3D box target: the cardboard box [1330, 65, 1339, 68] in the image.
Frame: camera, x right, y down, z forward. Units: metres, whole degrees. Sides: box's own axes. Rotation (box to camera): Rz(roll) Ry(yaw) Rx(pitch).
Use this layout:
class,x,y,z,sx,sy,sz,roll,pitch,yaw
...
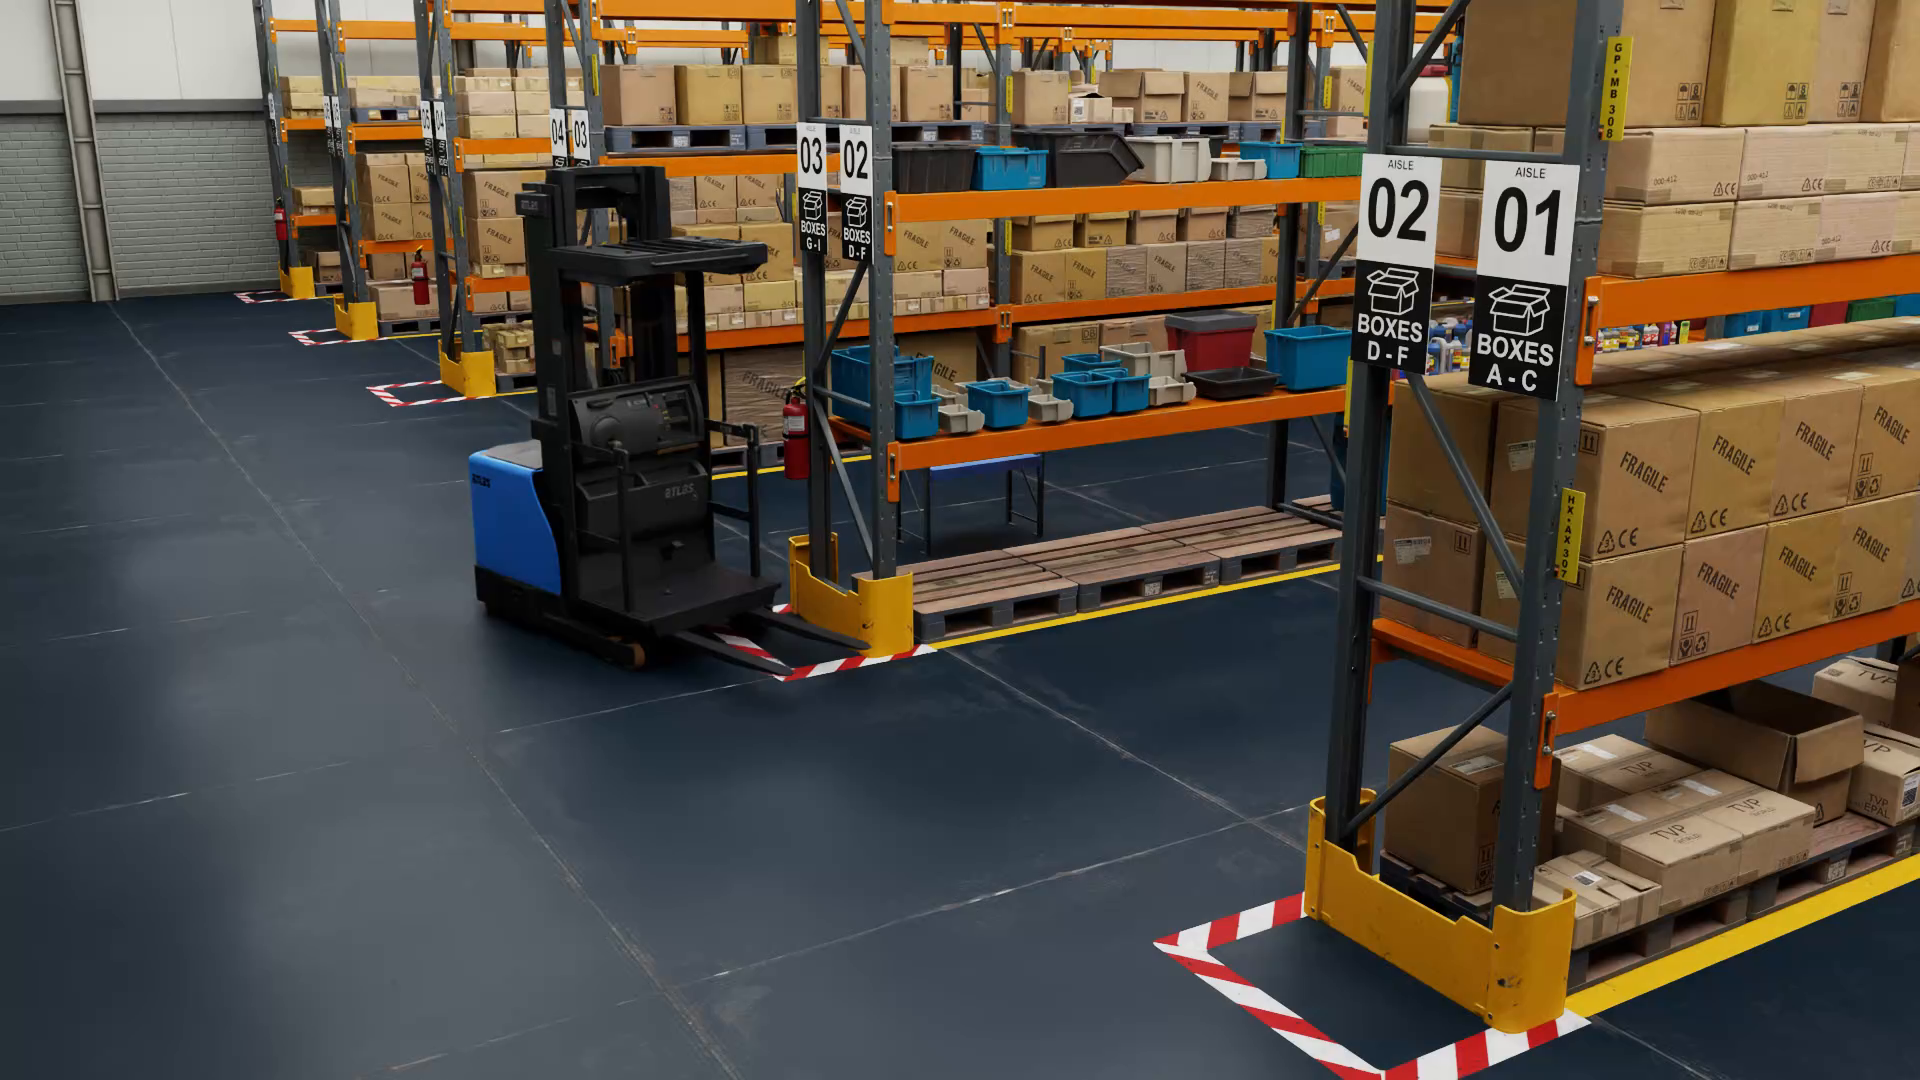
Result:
class,x,y,z,sx,sy,sz,roll,pitch,yaw
cardboard box,5.270,-6.812,24.120,0.250,0.149,0.380,-9,18,-30

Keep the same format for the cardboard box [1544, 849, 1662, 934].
class,x,y,z,sx,sy,sz,roll,pitch,yaw
cardboard box,2.595,1.415,6.739,0.250,0.166,0.380,-9,18,-30

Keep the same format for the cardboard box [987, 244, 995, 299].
class,x,y,z,sx,sy,sz,roll,pitch,yaw
cardboard box,0.435,-2.749,16.974,0.500,0.500,0.500,-9,18,-30

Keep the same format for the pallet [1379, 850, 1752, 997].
class,x,y,z,sx,sy,sz,roll,pitch,yaw
pallet,2.593,1.497,7.178,1.213,0.211,1.003,-9,18,-30

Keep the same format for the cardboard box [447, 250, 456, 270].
class,x,y,z,sx,sy,sz,roll,pitch,yaw
cardboard box,-8.701,-4.773,28.233,0.500,0.500,0.700,-10,19,-32

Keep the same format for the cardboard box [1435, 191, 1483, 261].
class,x,y,z,sx,sy,sz,roll,pitch,yaw
cardboard box,2.149,-1.229,6.456,0.500,0.250,0.500,-9,18,-30

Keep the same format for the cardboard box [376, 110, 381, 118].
class,x,y,z,sx,sy,sz,roll,pitch,yaw
cardboard box,-9.417,-6.943,27.029,0.250,0.149,0.380,-9,18,-30

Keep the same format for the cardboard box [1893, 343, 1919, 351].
class,x,y,z,sx,sy,sz,roll,pitch,yaw
cardboard box,4.536,-0.608,7.483,0.500,0.500,0.500,-10,18,-31

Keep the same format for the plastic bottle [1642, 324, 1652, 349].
class,x,y,z,sx,sy,sz,roll,pitch,yaw
plastic bottle,5.638,-1.675,13.695,0.097,0.201,0.097,0,16,0

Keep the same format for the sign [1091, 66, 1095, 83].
class,x,y,z,sx,sy,sz,roll,pitch,yaw
sign,2.218,-7.733,27.692,0.005,0.325,0.100,-9,18,-30

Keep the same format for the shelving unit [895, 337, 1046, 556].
class,x,y,z,sx,sy,sz,roll,pitch,yaw
shelving unit,0.073,-0.734,12.750,1.048,1.500,0.538,-9,18,-30

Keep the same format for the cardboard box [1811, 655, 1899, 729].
class,x,y,z,sx,sy,sz,roll,pitch,yaw
cardboard box,4.802,0.811,8.626,0.500,0.311,0.500,-9,18,-30

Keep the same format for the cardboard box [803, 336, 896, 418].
class,x,y,z,sx,sy,sz,roll,pitch,yaw
cardboard box,-1.204,-1.553,16.053,0.875,0.875,0.875,-9,18,-30

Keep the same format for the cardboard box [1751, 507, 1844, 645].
class,x,y,z,sx,sy,sz,roll,pitch,yaw
cardboard box,3.232,0.085,6.864,0.500,0.500,0.500,-9,18,-30

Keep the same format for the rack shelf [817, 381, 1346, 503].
class,x,y,z,sx,sy,sz,roll,pitch,yaw
rack shelf,1.011,-0.802,11.547,4.000,0.370,1.077,-9,18,-30

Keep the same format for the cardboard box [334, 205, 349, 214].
class,x,y,z,sx,sy,sz,roll,pitch,yaw
cardboard box,-10.092,-5.409,27.115,0.250,0.149,0.380,-9,18,-30

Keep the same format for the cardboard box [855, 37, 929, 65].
class,x,y,z,sx,sy,sz,roll,pitch,yaw
cardboard box,-0.635,-4.547,15.479,0.500,0.250,0.500,-11,19,-33

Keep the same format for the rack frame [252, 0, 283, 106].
class,x,y,z,sx,sy,sz,roll,pitch,yaw
rack frame,-10.917,-8.346,26.011,0.127,3.000,1.000,-9,18,-30

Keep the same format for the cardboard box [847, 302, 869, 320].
class,x,y,z,sx,sy,sz,roll,pitch,yaw
cardboard box,-1.019,-2.155,15.505,0.250,0.149,0.380,-10,18,-31

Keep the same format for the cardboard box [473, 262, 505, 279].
class,x,y,z,sx,sy,sz,roll,pitch,yaw
cardboard box,-5.275,-3.026,18.614,0.250,0.149,0.380,-9,18,-30

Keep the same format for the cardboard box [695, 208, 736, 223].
class,x,y,z,sx,sy,sz,roll,pitch,yaw
cardboard box,-3.008,-3.721,19.891,0.500,0.500,0.500,-10,18,-31

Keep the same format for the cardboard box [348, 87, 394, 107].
class,x,y,z,sx,sy,sz,roll,pitch,yaw
cardboard box,-8.018,-6.015,22.569,0.500,0.250,0.500,-11,19,-35

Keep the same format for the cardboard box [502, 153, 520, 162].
class,x,y,z,sx,sy,sz,roll,pitch,yaw
cardboard box,-6.360,-5.390,23.342,0.250,0.149,0.380,-9,18,-30

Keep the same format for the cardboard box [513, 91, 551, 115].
class,x,y,z,sx,sy,sz,roll,pitch,yaw
cardboard box,-4.765,-4.865,18.501,0.500,0.250,0.500,-9,18,-30

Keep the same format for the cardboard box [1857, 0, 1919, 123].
class,x,y,z,sx,sy,sz,roll,pitch,yaw
cardboard box,3.599,-1.965,6.768,0.500,0.500,0.700,-9,18,-30

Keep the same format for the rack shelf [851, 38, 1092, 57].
class,x,y,z,sx,sy,sz,roll,pitch,yaw
rack shelf,0.214,-8.049,27.026,4.000,0.370,1.077,-9,18,-30

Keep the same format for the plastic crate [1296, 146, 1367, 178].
class,x,y,z,sx,sy,sz,roll,pitch,yaw
plastic crate,2.518,-2.640,11.606,0.662,0.188,0.450,-9,18,-30

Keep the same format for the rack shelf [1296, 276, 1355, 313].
class,x,y,z,sx,sy,sz,roll,pitch,yaw
rack shelf,5.318,-3.060,19.602,4.000,0.370,1.077,-9,18,-30

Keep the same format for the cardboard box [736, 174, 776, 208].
class,x,y,z,sx,sy,sz,roll,pitch,yaw
cardboard box,-2.557,-4.279,20.029,0.500,0.500,0.500,-10,18,-32

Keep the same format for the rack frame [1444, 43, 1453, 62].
class,x,y,z,sx,sy,sz,roll,pitch,yaw
rack frame,7.993,-8.291,25.815,0.127,3.000,1.000,-9,18,-30

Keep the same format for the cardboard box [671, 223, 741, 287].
class,x,y,z,sx,sy,sz,roll,pitch,yaw
cardboard box,-2.275,-2.522,14.688,0.500,0.500,0.500,-10,18,-31

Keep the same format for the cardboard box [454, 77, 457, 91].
class,x,y,z,sx,sy,sz,roll,pitch,yaw
cardboard box,-5.588,-5.097,18.592,0.250,0.149,0.380,-9,18,-30

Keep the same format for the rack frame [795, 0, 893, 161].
class,x,y,z,sx,sy,sz,roll,pitch,yaw
rack frame,-0.703,-3.759,9.649,0.127,3.000,1.000,-9,18,-30

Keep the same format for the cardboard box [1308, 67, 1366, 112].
class,x,y,z,sx,sy,sz,roll,pitch,yaw
cardboard box,4.139,-4.868,18.049,0.500,0.500,0.500,-9,18,-29

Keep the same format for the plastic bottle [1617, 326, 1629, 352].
class,x,y,z,sx,sy,sz,roll,pitch,yaw
plastic bottle,5.388,-1.668,13.541,0.097,0.271,0.097,0,16,0

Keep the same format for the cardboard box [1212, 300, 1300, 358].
class,x,y,z,sx,sy,sz,roll,pitch,yaw
cardboard box,3.001,-2.217,18.419,0.875,0.875,1.225,-10,19,-32

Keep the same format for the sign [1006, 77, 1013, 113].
class,x,y,z,sx,sy,sz,roll,pitch,yaw
sign,0.462,-4.176,15.587,0.005,0.325,0.100,-9,18,-30

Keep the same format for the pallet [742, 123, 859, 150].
class,x,y,z,sx,sy,sz,roll,pitch,yaw
pallet,-1.576,-3.694,15.139,1.213,0.211,1.003,-9,18,-30

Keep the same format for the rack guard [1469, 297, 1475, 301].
class,x,y,z,sx,sy,sz,roll,pitch,yaw
rack guard,8.014,-4.202,26.974,0.348,0.500,1.175,-9,18,-30

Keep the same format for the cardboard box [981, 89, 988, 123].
class,x,y,z,sx,sy,sz,roll,pitch,yaw
cardboard box,0.355,-5.572,21.488,0.500,0.500,0.500,-9,18,-30

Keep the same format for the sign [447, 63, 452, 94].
class,x,y,z,sx,sy,sz,roll,pitch,yaw
sign,-5.442,-4.918,17.720,0.005,0.325,0.100,-9,18,-30

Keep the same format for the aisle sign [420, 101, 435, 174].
class,x,y,z,sx,sy,sz,roll,pitch,yaw
aisle sign,-5.939,-4.489,18.551,0.004,0.787,0.394,-9,18,-30

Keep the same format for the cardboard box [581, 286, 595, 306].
class,x,y,z,sx,sy,sz,roll,pitch,yaw
cardboard box,-5.522,-3.772,24.776,0.875,0.438,0.875,-10,18,-31

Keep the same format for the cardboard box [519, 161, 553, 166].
class,x,y,z,sx,sy,sz,roll,pitch,yaw
cardboard box,-6.062,-5.124,23.594,0.500,0.500,0.500,-9,18,-29

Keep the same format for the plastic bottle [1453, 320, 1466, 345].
class,x,y,z,sx,sy,sz,roll,pitch,yaw
plastic bottle,4.037,-1.640,13.441,0.097,0.271,0.097,0,16,0

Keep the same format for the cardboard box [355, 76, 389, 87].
class,x,y,z,sx,sy,sz,roll,pitch,yaw
cardboard box,-9.538,-7.356,26.839,0.500,0.250,0.500,-10,18,-31

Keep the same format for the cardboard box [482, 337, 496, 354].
class,x,y,z,sx,sy,sz,roll,pitch,yaw
cardboard box,-5.416,-2.290,19.476,0.250,0.149,0.380,-10,18,-31

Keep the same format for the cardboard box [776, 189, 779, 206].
class,x,y,z,sx,sy,sz,roll,pitch,yaw
cardboard box,-3.095,-5.244,25.410,0.500,0.250,0.500,-10,18,-31

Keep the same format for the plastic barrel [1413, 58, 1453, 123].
class,x,y,z,sx,sy,sz,roll,pitch,yaw
plastic barrel,3.404,-3.338,12.575,0.600,0.588,0.600,0,16,0

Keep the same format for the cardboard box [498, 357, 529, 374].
class,x,y,z,sx,sy,sz,roll,pitch,yaw
cardboard box,-5.108,-2.006,19.014,0.250,0.149,0.380,-9,18,-29

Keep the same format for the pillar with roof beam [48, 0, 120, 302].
class,x,y,z,sx,sy,sz,roll,pitch,yaw
pillar with roof beam,-11.475,-7.184,21.865,0.400,9.000,9.100,-9,18,-30

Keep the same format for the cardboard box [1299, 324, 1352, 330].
class,x,y,z,sx,sy,sz,roll,pitch,yaw
cardboard box,4.168,-2.235,19.140,0.500,0.500,0.700,-10,19,-33

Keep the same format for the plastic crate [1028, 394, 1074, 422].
class,x,y,z,sx,sy,sz,roll,pitch,yaw
plastic crate,0.577,-0.850,10.764,0.298,0.136,0.250,-9,18,-30

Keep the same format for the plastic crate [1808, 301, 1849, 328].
class,x,y,z,sx,sy,sz,roll,pitch,yaw
plastic crate,7.697,-2.167,14.966,0.583,0.464,0.402,-9,18,-30

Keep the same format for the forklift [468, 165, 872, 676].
class,x,y,z,sx,sy,sz,roll,pitch,yaw
forklift,-1.849,-0.779,10.259,3.031,2.935,1.130,14,21,41

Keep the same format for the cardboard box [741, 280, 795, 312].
class,x,y,z,sx,sy,sz,roll,pitch,yaw
cardboard box,-1.829,-2.235,15.051,0.500,0.250,0.500,-10,18,-32

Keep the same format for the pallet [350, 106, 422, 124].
class,x,y,z,sx,sy,sz,roll,pitch,yaw
pallet,-7.727,-5.817,22.710,1.213,0.211,1.003,-9,18,-30
